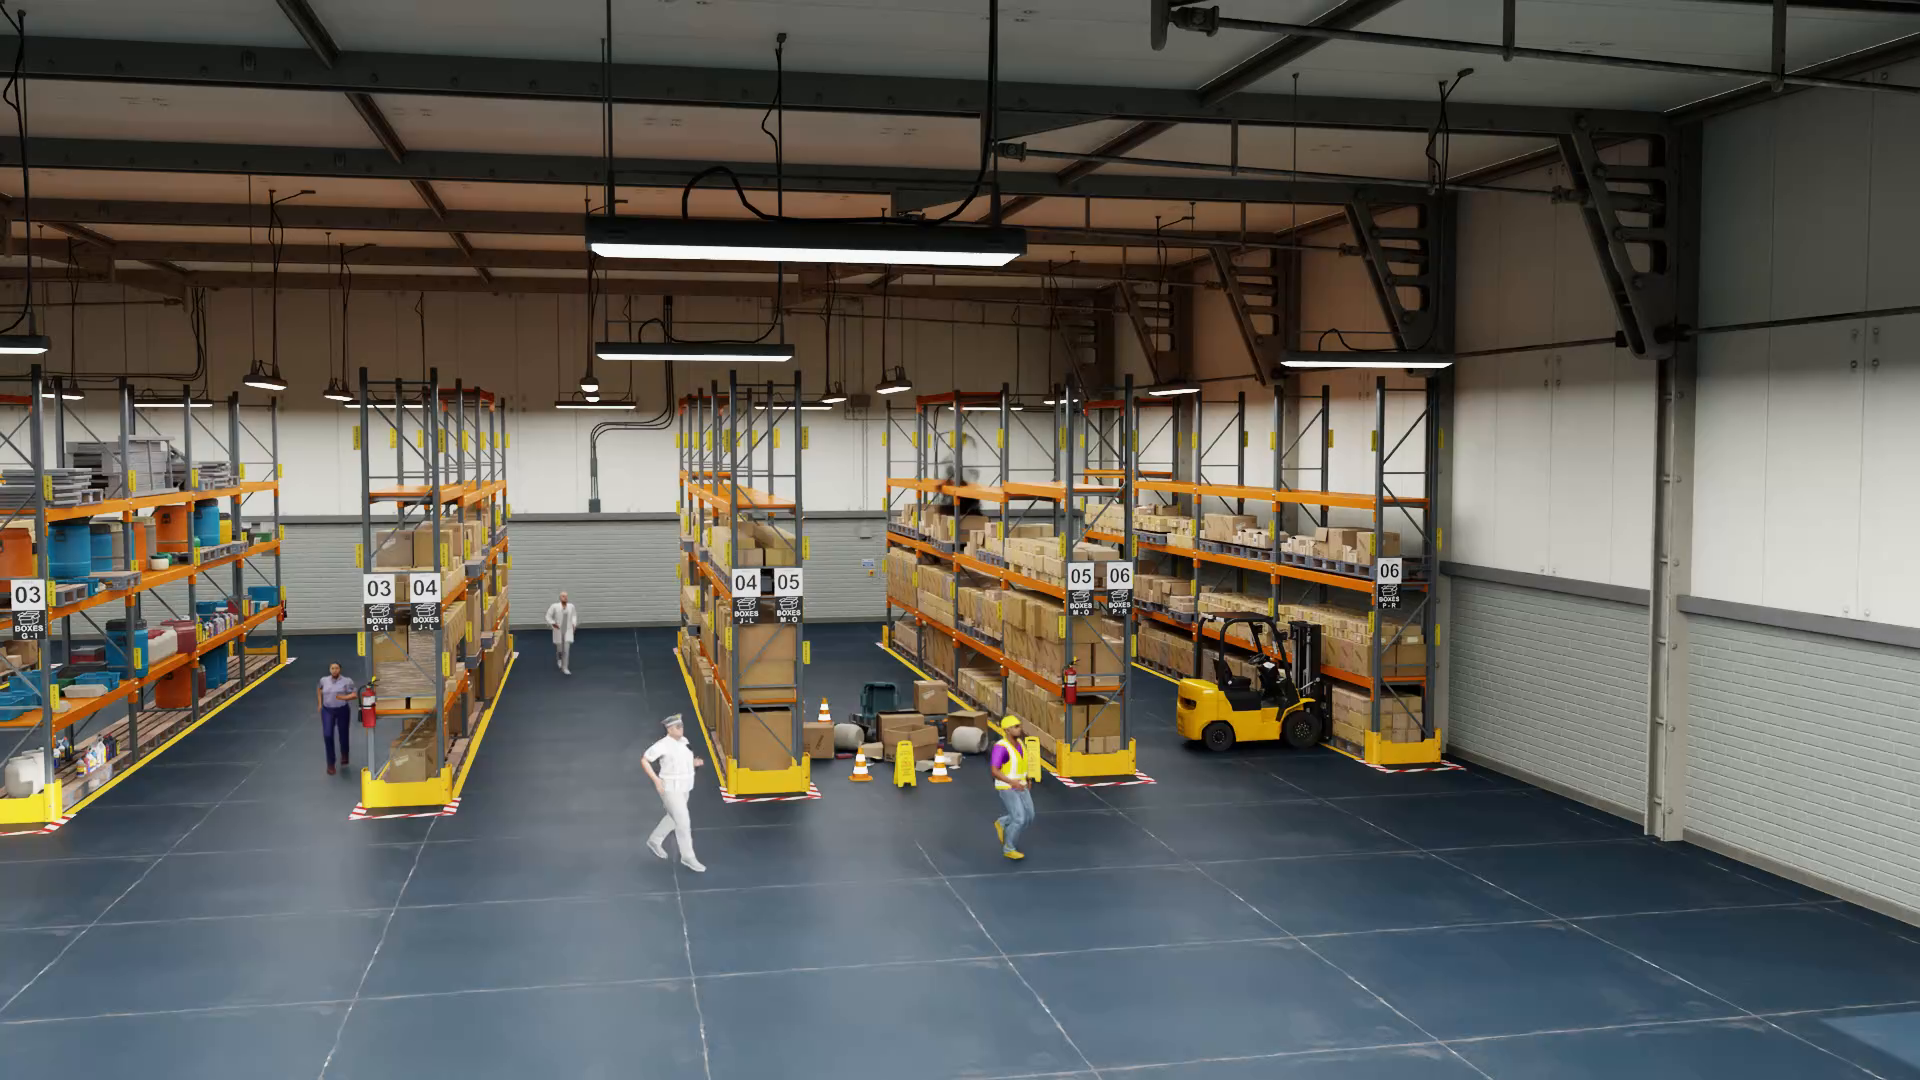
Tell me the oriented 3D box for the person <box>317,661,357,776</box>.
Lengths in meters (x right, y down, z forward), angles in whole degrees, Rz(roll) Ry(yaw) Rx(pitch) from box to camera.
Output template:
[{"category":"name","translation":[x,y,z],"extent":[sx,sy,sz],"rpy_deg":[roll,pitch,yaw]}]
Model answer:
[{"category":"person","translation":[-9.460,2.679,25.249],"extent":[0.571,1.671,0.855],"rpy_deg":[-1,4,-16]}]

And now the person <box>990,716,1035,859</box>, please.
[{"category":"person","translation":[0.621,2.962,19.972],"extent":[0.584,1.716,0.739],"rpy_deg":[2,4,34]}]

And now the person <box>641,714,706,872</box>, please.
[{"category":"person","translation":[-3.349,2.936,19.541],"extent":[0.929,1.808,0.652],"rpy_deg":[2,4,24]}]

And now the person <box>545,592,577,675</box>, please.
[{"category":"person","translation":[-8.596,1.998,35.945],"extent":[0.705,1.766,0.787],"rpy_deg":[-2,4,-25]}]
